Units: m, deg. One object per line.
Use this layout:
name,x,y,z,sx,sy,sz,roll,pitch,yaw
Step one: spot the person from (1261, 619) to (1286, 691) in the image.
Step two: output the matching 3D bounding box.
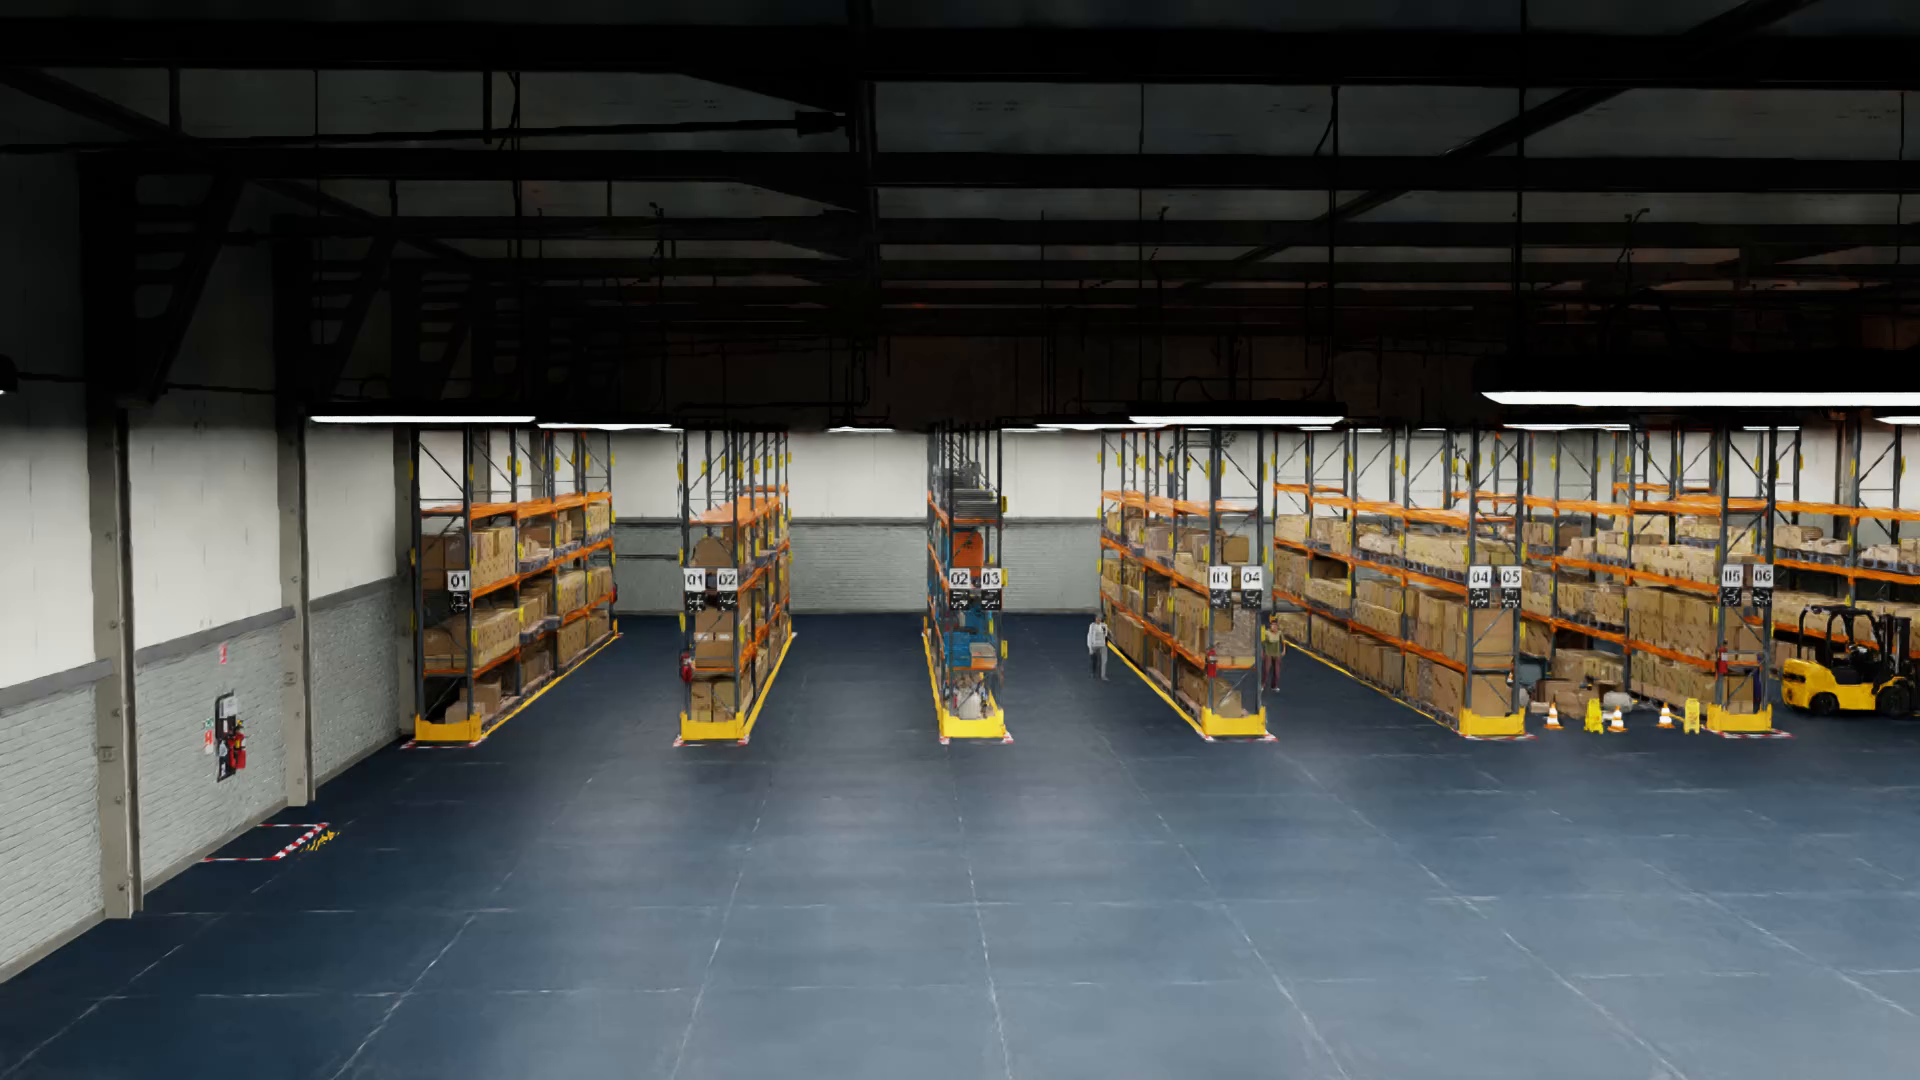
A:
person,6.927,2.557,36.928,0.598,1.619,0.507,0,4,-4

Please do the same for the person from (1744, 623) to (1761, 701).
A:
person,16.975,2.600,35.769,0.554,1.644,0.598,2,4,28

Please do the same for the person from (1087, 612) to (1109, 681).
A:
person,3.197,2.449,38.507,0.495,1.577,1.086,0,4,0
